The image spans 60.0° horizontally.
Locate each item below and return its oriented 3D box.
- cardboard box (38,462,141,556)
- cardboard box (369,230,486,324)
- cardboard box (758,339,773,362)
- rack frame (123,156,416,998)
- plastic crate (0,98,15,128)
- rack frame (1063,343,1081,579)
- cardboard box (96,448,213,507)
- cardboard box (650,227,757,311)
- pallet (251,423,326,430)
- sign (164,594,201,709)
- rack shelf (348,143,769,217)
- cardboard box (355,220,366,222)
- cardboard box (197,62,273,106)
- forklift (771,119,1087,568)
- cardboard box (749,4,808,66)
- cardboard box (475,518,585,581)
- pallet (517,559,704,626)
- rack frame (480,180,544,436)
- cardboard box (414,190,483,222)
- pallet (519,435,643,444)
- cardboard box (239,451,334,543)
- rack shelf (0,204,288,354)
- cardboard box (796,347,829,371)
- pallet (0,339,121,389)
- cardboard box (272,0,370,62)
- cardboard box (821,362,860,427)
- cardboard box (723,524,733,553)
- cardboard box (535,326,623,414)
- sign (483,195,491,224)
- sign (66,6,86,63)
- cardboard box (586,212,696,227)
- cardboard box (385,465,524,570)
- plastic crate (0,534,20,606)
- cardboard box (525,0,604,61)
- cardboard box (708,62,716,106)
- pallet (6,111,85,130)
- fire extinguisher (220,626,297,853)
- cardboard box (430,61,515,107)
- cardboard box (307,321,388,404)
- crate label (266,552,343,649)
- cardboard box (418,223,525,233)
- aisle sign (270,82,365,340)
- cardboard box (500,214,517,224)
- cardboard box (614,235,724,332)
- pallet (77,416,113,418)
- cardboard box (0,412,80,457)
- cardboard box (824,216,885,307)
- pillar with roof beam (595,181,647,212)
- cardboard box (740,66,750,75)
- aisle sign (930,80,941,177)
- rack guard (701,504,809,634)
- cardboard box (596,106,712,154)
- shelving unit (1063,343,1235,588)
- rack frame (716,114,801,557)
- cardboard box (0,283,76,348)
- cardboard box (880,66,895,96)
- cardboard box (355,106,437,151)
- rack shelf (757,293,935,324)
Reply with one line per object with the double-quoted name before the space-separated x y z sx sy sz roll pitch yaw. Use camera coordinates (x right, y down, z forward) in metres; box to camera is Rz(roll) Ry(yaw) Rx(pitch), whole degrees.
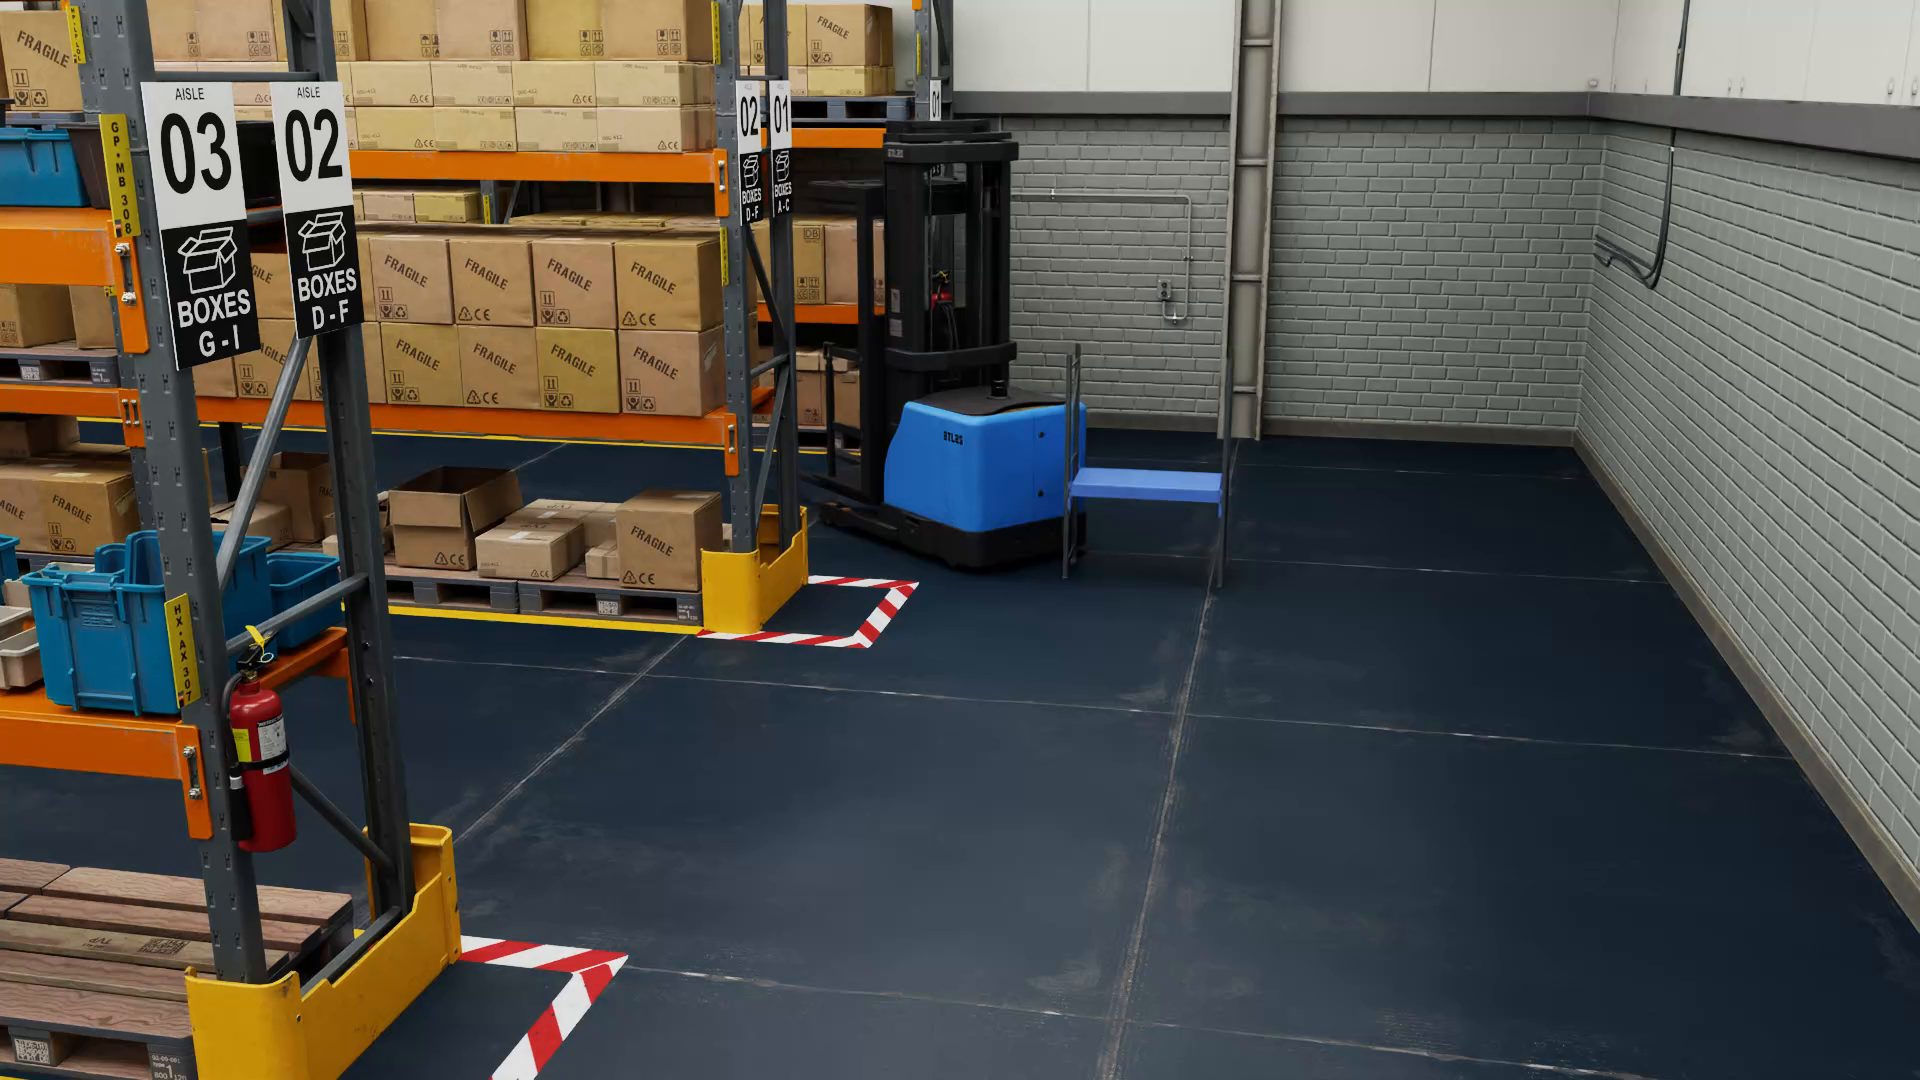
"cardboard box" -5.660 -0.206 10.977 0.500 0.500 0.500 3 16 11
"cardboard box" -3.198 -1.597 10.079 0.500 0.500 0.500 4 16 13
"cardboard box" -1.751 -1.752 15.378 0.250 0.149 0.380 3 16 12
"rack frame" -2.191 0.261 5.432 0.127 3.000 1.000 3 16 11
"plastic crate" -3.633 -1.308 5.593 0.767 0.338 0.504 3 16 11
"rack frame" 0.745 -0.527 11.085 0.032 1.500 0.500 3 16 10
"cardboard box" -5.545 -0.345 11.476 0.500 0.500 0.500 2 16 9
"cardboard box" -1.582 -1.658 10.297 0.500 0.500 0.500 4 16 13
"pallet" -6.106 -1.286 16.238 1.213 0.211 1.003 3 16 11
"sign" -2.284 0.327 4.888 0.005 0.325 0.100 3 16 11
"rack shelf" -3.160 -2.240 10.189 4.000 0.370 1.077 3 16 11
"cardboard box" -5.631 -2.757 15.545 0.500 0.500 0.500 3 16 11
"cardboard box" -4.202 -2.745 10.008 0.500 0.250 0.500 3 16 11
"forklift" -0.396 -1.558 12.127 1.130 2.935 3.031 -11 19 -35
"cardboard box" -1.476 -4.313 14.228 0.500 0.500 0.500 4 16 13
"cardboard box" -2.707 0.055 10.501 0.500 0.250 0.500 3 16 11
"pallet" -2.056 0.263 10.649 1.213 0.211 1.003 3 16 11
"rack frame" -4.136 -2.544 15.557 0.127 3.000 1.000 3 16 11
"cardboard box" -4.645 -3.064 15.249 0.500 0.250 0.500 4 16 12
"pallet" -3.407 -1.139 15.709 1.213 0.211 1.003 3 16 11
"cardboard box" -4.505 -0.299 11.311 0.500 0.500 0.500 3 16 11
"rack shelf" -4.150 -0.945 5.512 4.000 0.370 1.077 3 16 11
"cardboard box" -1.335 -1.625 14.920 0.250 0.149 0.380 4 16 13
"pallet" -5.881 -1.226 11.160 1.213 0.211 1.003 3 16 11
"cardboard box" -3.683 -3.119 9.953 0.500 0.500 0.700 3 16 11
"cardboard box" -0.922 -1.340 15.106 0.500 0.500 0.700 3 16 11
"cardboard box" -1.542 0.015 10.836 0.250 0.149 0.380 3 16 11
"cardboard box" -2.202 -1.063 10.022 0.500 0.500 0.500 3 16 12
"sign" -4.235 -2.921 14.898 0.005 0.325 0.100 3 16 11
"sign" -5.227 -2.987 9.831 0.005 0.325 0.100 3 16 11
"cardboard box" -2.894 -2.615 15.252 0.700 0.700 0.980 3 16 10
"cardboard box" -3.278 -0.158 10.796 0.637 0.503 0.797 3 16 11
"plastic crate" -3.657 0.143 6.058 0.300 0.233 0.416 3 16 11
"cardboard box" -2.180 -3.082 9.822 0.500 0.500 0.700 3 16 11
"cardboard box" -1.651 -2.745 10.007 0.500 0.250 0.500 3 16 11
"pallet" -5.745 -2.656 10.694 1.003 0.211 1.213 3 16 11
"fire extinguisher" -2.133 0.604 5.034 0.183 0.674 0.296 3 16 11
"cardboard box" -2.733 -2.664 9.716 0.500 0.250 0.500 3 16 11
"cardboard box" -3.682 -1.144 10.316 0.500 0.500 0.500 3 16 11
"crate label" -2.367 0.213 5.805 0.303 0.233 0.416 3 16 11
"cardboard box" -3.083 -1.738 10.588 0.500 0.500 0.500 3 16 11
"aisle sign" -2.061 -1.066 5.352 0.004 0.787 0.394 3 16 11
"cardboard box" -4.537 -2.835 15.827 0.500 0.500 0.500 3 16 9
"cardboard box" -1.691 -1.517 9.789 0.500 0.500 0.500 3 16 11
"pallet" -8.821 -1.455 16.849 1.213 0.211 1.003 3 16 11
"cardboard box" -6.525 -0.759 11.568 0.500 0.250 0.500 3 16 11
"cardboard box" -0.718 -2.500 14.837 0.700 0.700 0.980 4 16 14
"pillar with roof beam" -4.136 -4.498 11.373 0.400 9.000 9.100 3 16 11
"cardboard box" -2.008 -3.978 14.423 0.500 0.250 0.500 3 16 9
"aisle sign" -0.206 -3.502 14.144 0.004 0.787 0.394 3 16 11
"rack guard" -1.274 0.166 10.458 0.348 0.500 1.175 3 16 11
"cardboard box" -1.756 -2.367 9.579 0.500 0.250 0.500 3 16 11
"shelving unit" 1.244 -0.502 10.993 1.048 1.500 0.538 3 16 10
"rack frame" -1.200 -1.035 10.110 0.127 3.000 1.000 3 16 11
"cardboard box" -6.226 -1.602 11.183 0.500 0.500 0.700 6 16 20
"cardboard box" -0.883 -4.058 14.711 0.500 0.250 0.500 4 16 14
"cardboard box" -3.223 -2.450 9.880 0.500 0.250 0.500 3 16 11
"rack shelf" -2.176 -2.091 15.269 4.000 0.370 1.077 3 16 11
